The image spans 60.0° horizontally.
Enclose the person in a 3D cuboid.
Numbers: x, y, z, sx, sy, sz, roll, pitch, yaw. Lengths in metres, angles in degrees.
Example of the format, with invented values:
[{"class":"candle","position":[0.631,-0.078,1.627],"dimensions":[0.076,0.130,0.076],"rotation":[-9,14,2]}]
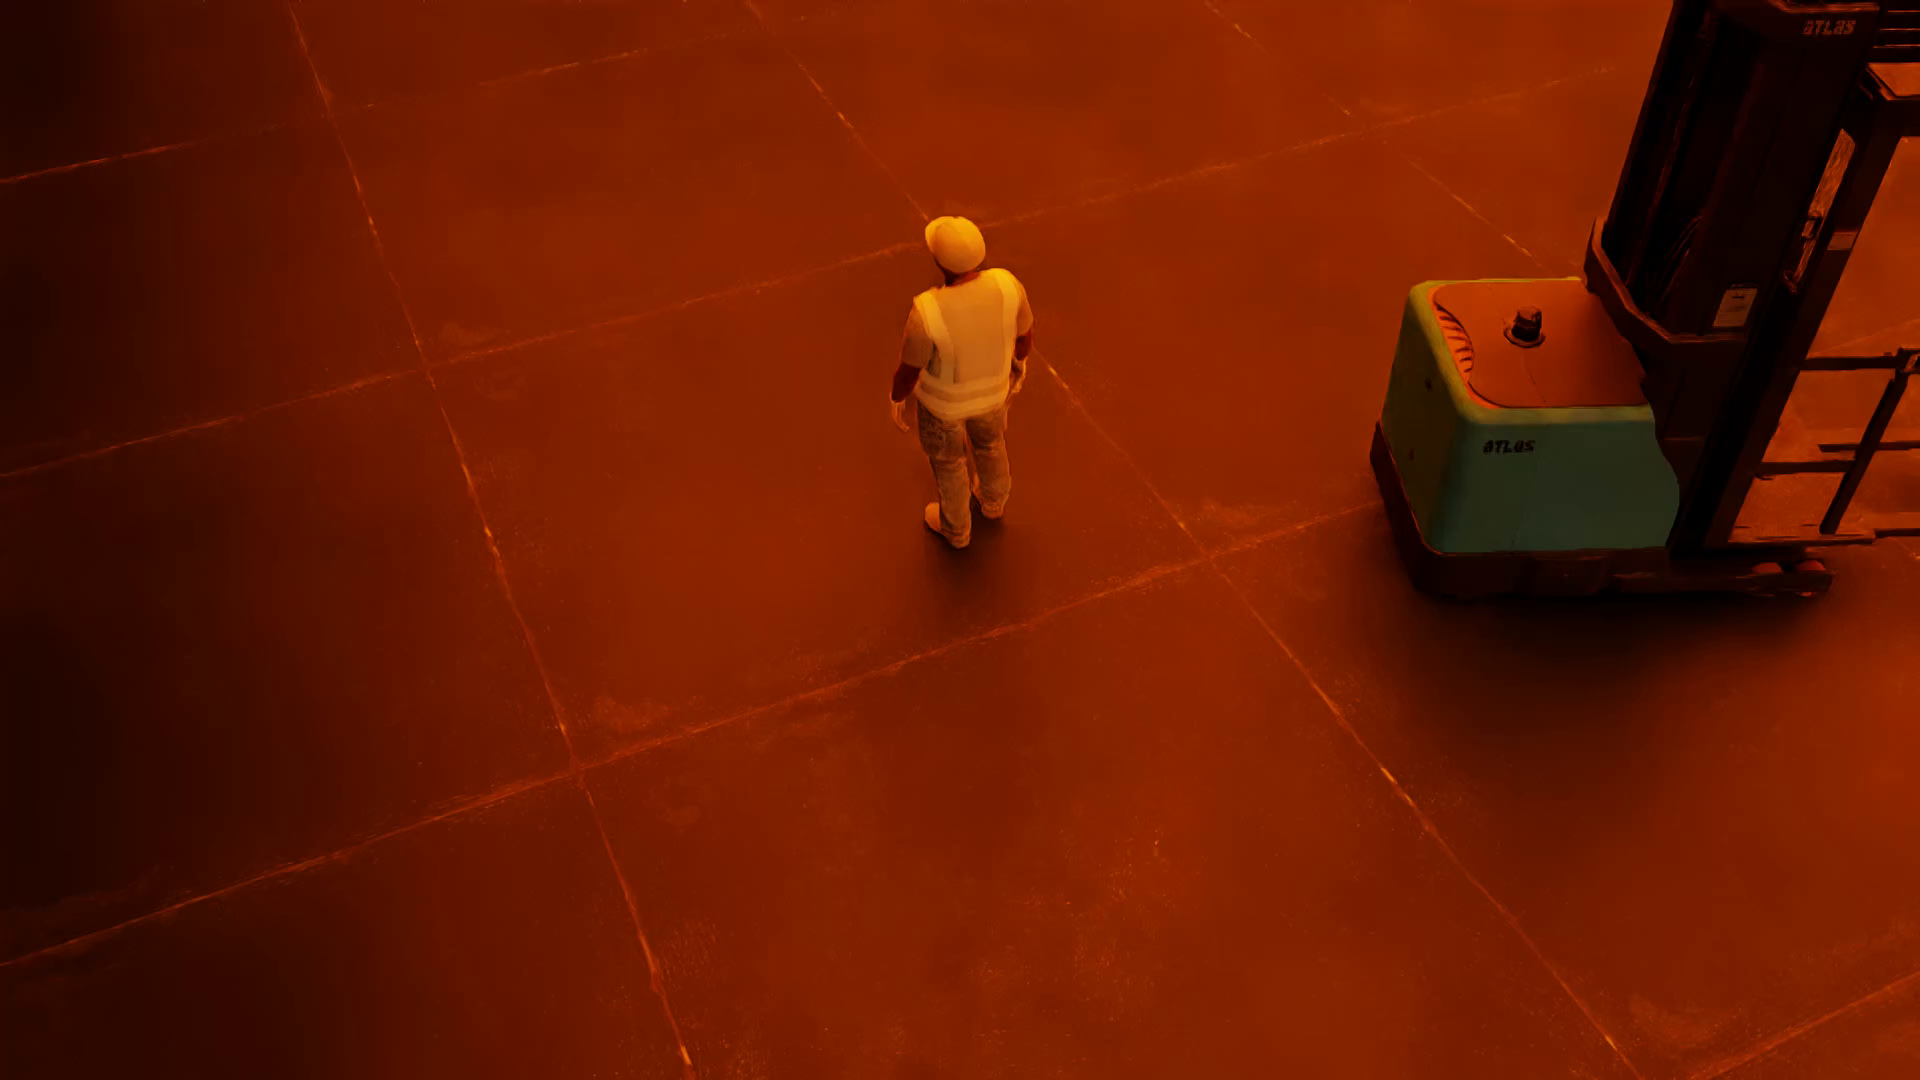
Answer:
[{"class":"person","position":[-0.023,-0.704,7.266],"dimensions":[0.655,1.782,0.576],"rotation":[-18,46,-18]}]

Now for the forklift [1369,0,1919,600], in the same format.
[{"class":"forklift","position":[3.540,-1.175,6.939],"dimensions":[3.031,2.935,1.130],"rotation":[-2,43,-2]}]
